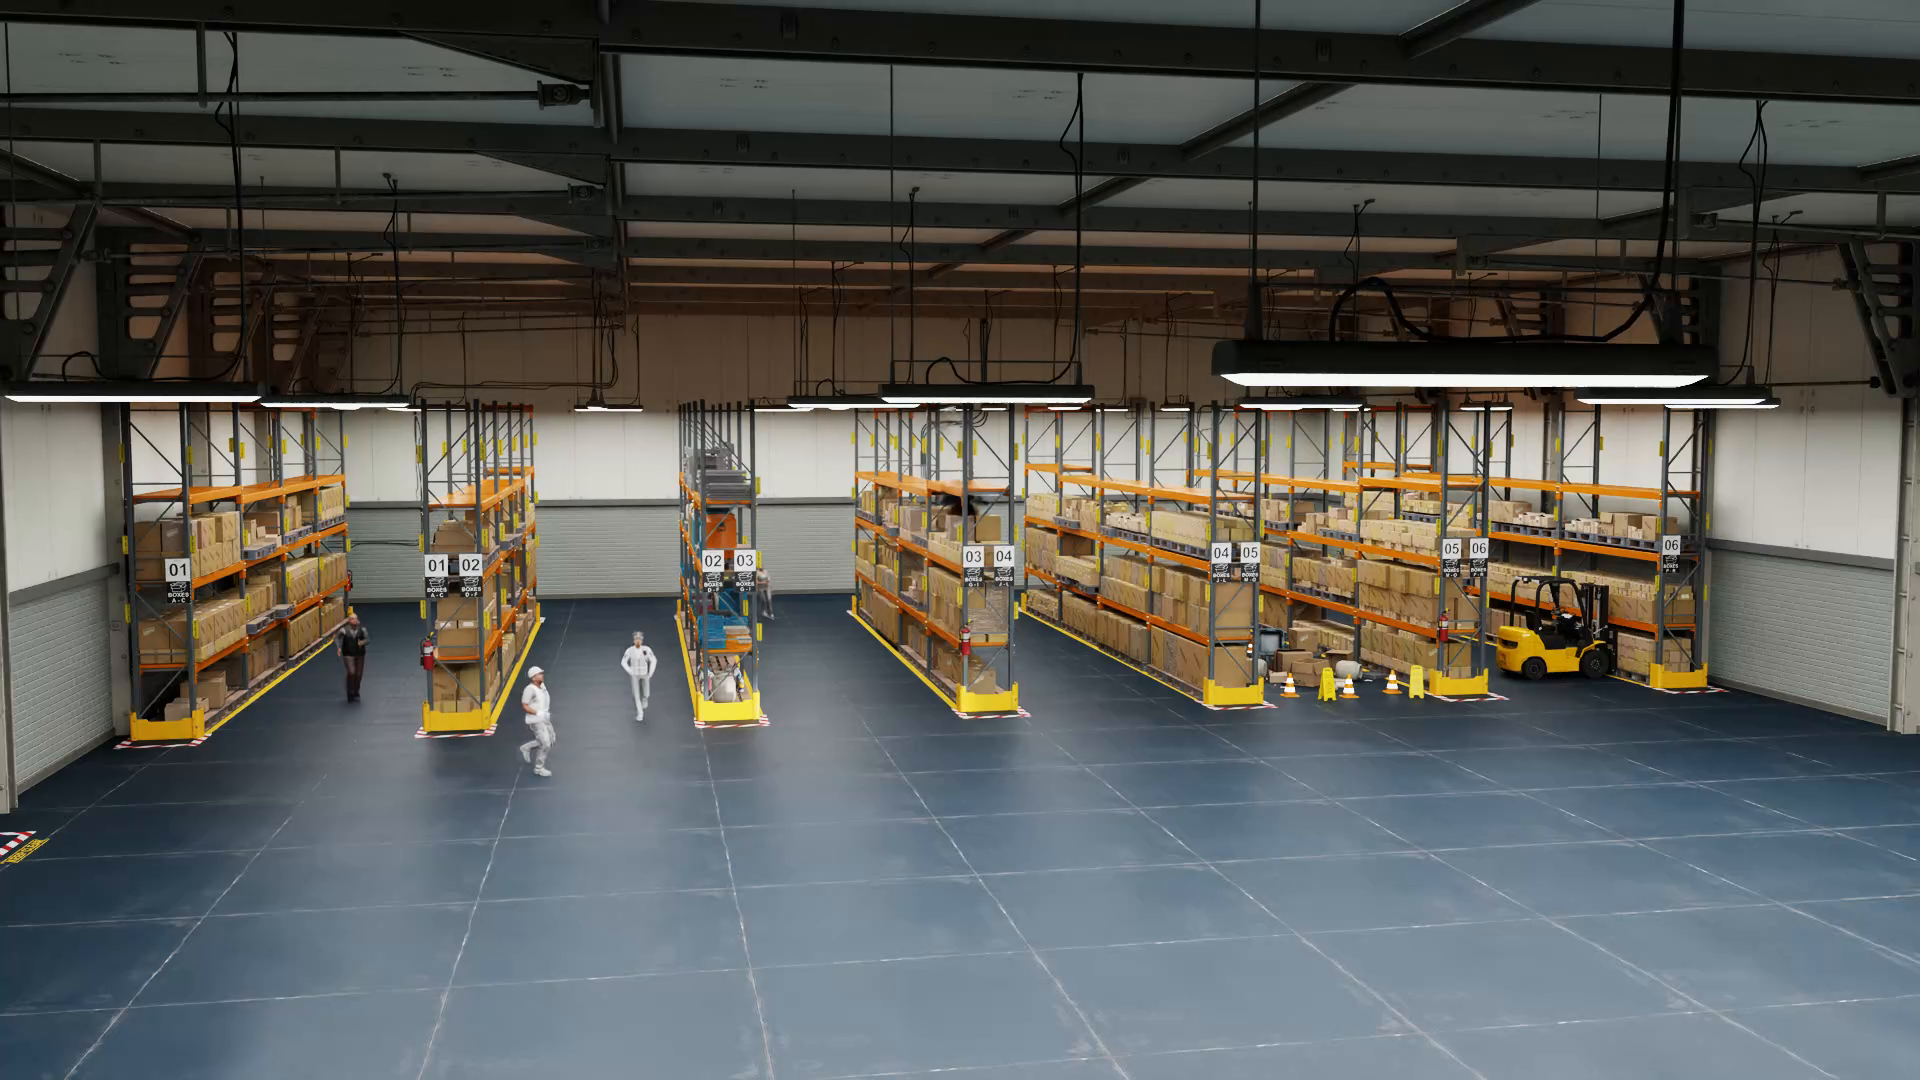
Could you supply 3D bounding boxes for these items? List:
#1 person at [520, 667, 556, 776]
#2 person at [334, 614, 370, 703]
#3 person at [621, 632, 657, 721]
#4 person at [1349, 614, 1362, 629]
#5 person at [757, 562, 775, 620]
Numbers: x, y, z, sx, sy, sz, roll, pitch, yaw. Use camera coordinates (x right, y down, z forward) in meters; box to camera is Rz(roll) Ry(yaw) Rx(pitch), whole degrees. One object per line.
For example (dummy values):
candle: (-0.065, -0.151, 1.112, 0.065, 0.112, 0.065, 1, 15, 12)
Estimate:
person: (-6.745, 2.871, 26.419, 0.599, 1.731, 0.729, 0, 4, 6)
person: (-12.123, 2.363, 33.256, 0.626, 1.762, 0.734, -3, 5, -34)
person: (-6.036, 2.552, 31.290, 0.661, 1.659, 0.506, -1, 4, -15)
person: (10.257, 1.552, 43.159, 0.645, 1.765, 0.971, -1, 4, -14)
person: (-5.543, 1.414, 46.686, 0.552, 1.596, 0.769, -2, 5, -26)
